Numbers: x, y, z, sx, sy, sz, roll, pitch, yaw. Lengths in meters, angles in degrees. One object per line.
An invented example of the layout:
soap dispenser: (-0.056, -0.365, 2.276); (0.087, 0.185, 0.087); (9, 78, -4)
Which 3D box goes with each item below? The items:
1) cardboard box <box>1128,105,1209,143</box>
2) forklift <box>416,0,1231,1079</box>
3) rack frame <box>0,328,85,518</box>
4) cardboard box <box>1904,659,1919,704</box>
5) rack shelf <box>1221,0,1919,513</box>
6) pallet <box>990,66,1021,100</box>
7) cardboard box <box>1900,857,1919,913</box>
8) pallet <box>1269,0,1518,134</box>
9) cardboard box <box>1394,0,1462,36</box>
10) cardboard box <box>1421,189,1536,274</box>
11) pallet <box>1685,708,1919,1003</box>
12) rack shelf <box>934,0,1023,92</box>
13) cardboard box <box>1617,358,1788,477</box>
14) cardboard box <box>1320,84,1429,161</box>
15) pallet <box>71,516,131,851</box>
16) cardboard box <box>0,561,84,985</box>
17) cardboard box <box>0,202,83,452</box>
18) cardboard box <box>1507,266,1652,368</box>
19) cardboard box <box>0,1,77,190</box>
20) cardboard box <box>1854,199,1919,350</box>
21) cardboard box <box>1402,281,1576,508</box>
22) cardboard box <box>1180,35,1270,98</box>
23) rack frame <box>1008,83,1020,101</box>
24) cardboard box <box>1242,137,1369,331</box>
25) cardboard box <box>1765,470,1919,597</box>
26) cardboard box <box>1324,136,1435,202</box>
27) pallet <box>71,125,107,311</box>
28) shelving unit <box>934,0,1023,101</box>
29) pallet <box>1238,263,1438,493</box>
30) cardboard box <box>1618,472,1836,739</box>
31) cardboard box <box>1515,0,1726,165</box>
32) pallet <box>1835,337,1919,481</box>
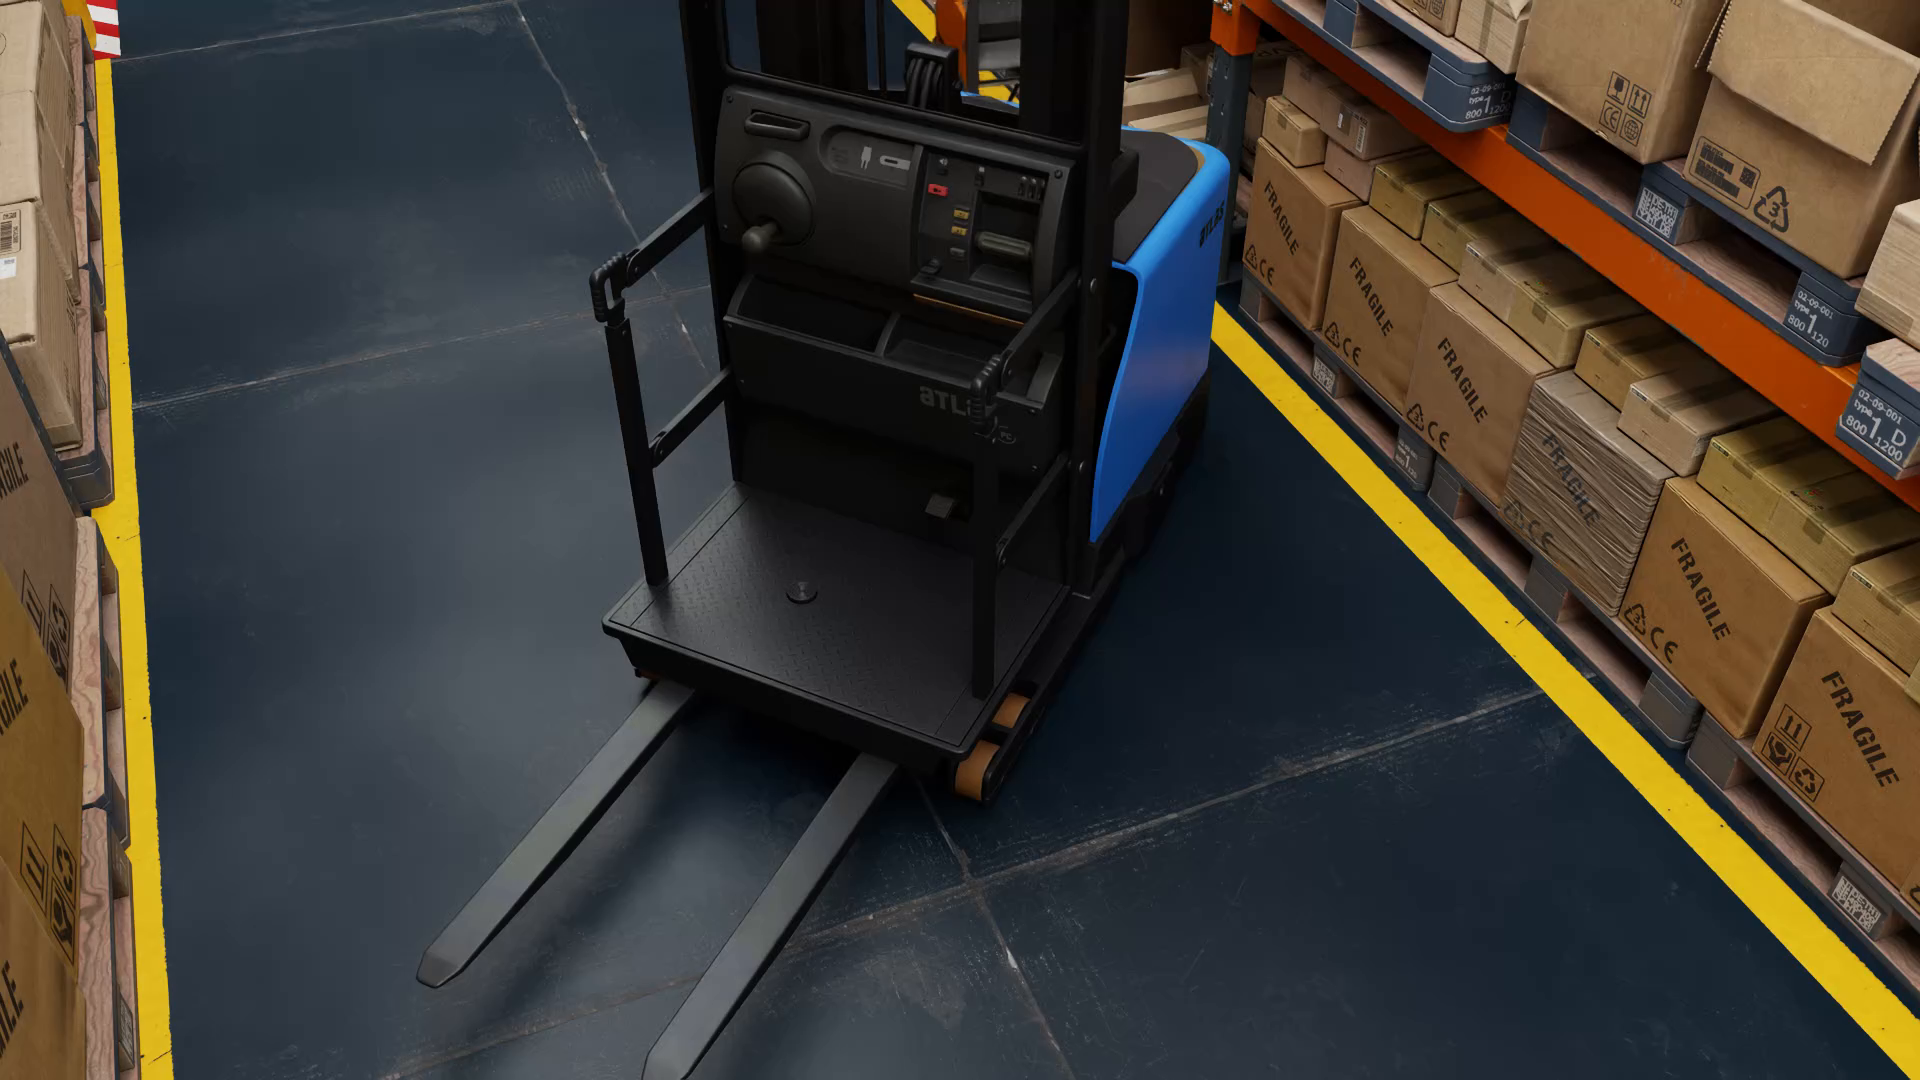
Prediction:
cardboard box: (0.894, -1.594, 6.668); (0.380, 0.149, 0.250); (-16, 43, -18)
forklift: (-0.272, -0.745, 3.869); (1.130, 2.935, 3.031); (18, 44, 19)
rack frame: (-3.207, -1.013, 4.127); (1.000, 3.000, 0.127); (-15, 43, -17)
cardboard box: (2.352, 0.308, 3.689); (0.380, 0.149, 0.250); (-17, 44, -19)
rack shelf: (2.143, -0.776, 4.403); (1.077, 0.370, 4.000); (-15, 43, -17)
pallet: (0.646, -2.346, 7.816); (1.003, 0.211, 1.213); (-15, 43, -17)
cardboard box: (2.548, 0.744, 3.680); (0.500, 0.500, 0.500); (-14, 43, -16)
pallet: (1.583, -1.672, 5.041); (1.003, 0.211, 1.213); (-15, 43, -17)
cardboard box: (1.555, -1.791, 4.634); (0.700, 0.500, 0.500); (-15, 43, -16)
cardboard box: (1.673, -0.967, 5.172); (0.380, 0.149, 0.250); (-16, 43, -18)
pallet: (2.658, 0.754, 4.211); (1.003, 0.211, 1.213); (-15, 43, -17)
rack shelf: (0.171, -1.630, 5.552); (0.431, 0.518, 0.480); (-9, 41, -9)
cardboard box: (2.004, -0.341, 4.444); (0.380, 0.149, 0.250); (-17, 44, -19)
cardboard box: (1.413, -1.397, 5.443); (0.380, 0.149, 0.250); (-17, 44, -19)
pallet: (-2.842, 0.490, 4.518); (1.003, 0.211, 1.213); (-15, 43, -17)
cardboard box: (-2.543, 0.529, 3.641); (0.875, 0.875, 0.875); (-14, 43, -16)
cardboard box: (-3.348, -0.606, 5.297); (0.875, 0.438, 0.875); (-16, 43, -17)
cardboard box: (1.827, -0.657, 4.811); (0.380, 0.149, 0.250); (-14, 43, -15)
cardboard box: (-4.034, -1.688, 6.556); (0.875, 0.438, 0.875); (-14, 43, -16)
cardboard box: (2.206, -0.501, 3.325); (0.500, 0.250, 0.500); (-17, 44, -19)
cardboard box: (1.755, -0.497, 5.123); (0.500, 0.500, 0.500); (-16, 43, -18)
cardboard box: (1.178, -2.050, 7.198); (0.380, 0.149, 0.250); (-16, 43, -17)
rack frame: (0.118, -1.795, 5.724); (0.400, 2.100, 0.015); (-9, 41, -9)
cardboard box: (1.355, -1.117, 5.844); (0.500, 0.500, 0.500); (-13, 42, -15)
cardboard box: (2.233, -0.032, 4.084); (0.380, 0.149, 0.250); (-14, 43, -16)
cardboard box: (1.447, -1.281, 5.536); (0.380, 0.149, 0.250); (-16, 43, -18)
pallet: (-3.896, -1.169, 6.448); (1.003, 0.211, 1.213); (-15, 43, -17)
shelving unit: (0.171, -1.640, 5.543); (0.431, 2.100, 0.503); (-9, 41, -9)
pallet: (1.724, -0.715, 5.920); (1.003, 0.211, 1.213); (-15, 43, -17)
cardboard box: (2.164, 0.125, 4.399); (0.500, 0.500, 0.500); (-13, 42, -15)
cardboard box: (1.855, -1.319, 4.084); (0.700, 0.500, 0.500); (-15, 43, -17)
pallet: (2.584, -0.162, 3.285); (1.213, 0.211, 1.003); (-15, 43, -17)
